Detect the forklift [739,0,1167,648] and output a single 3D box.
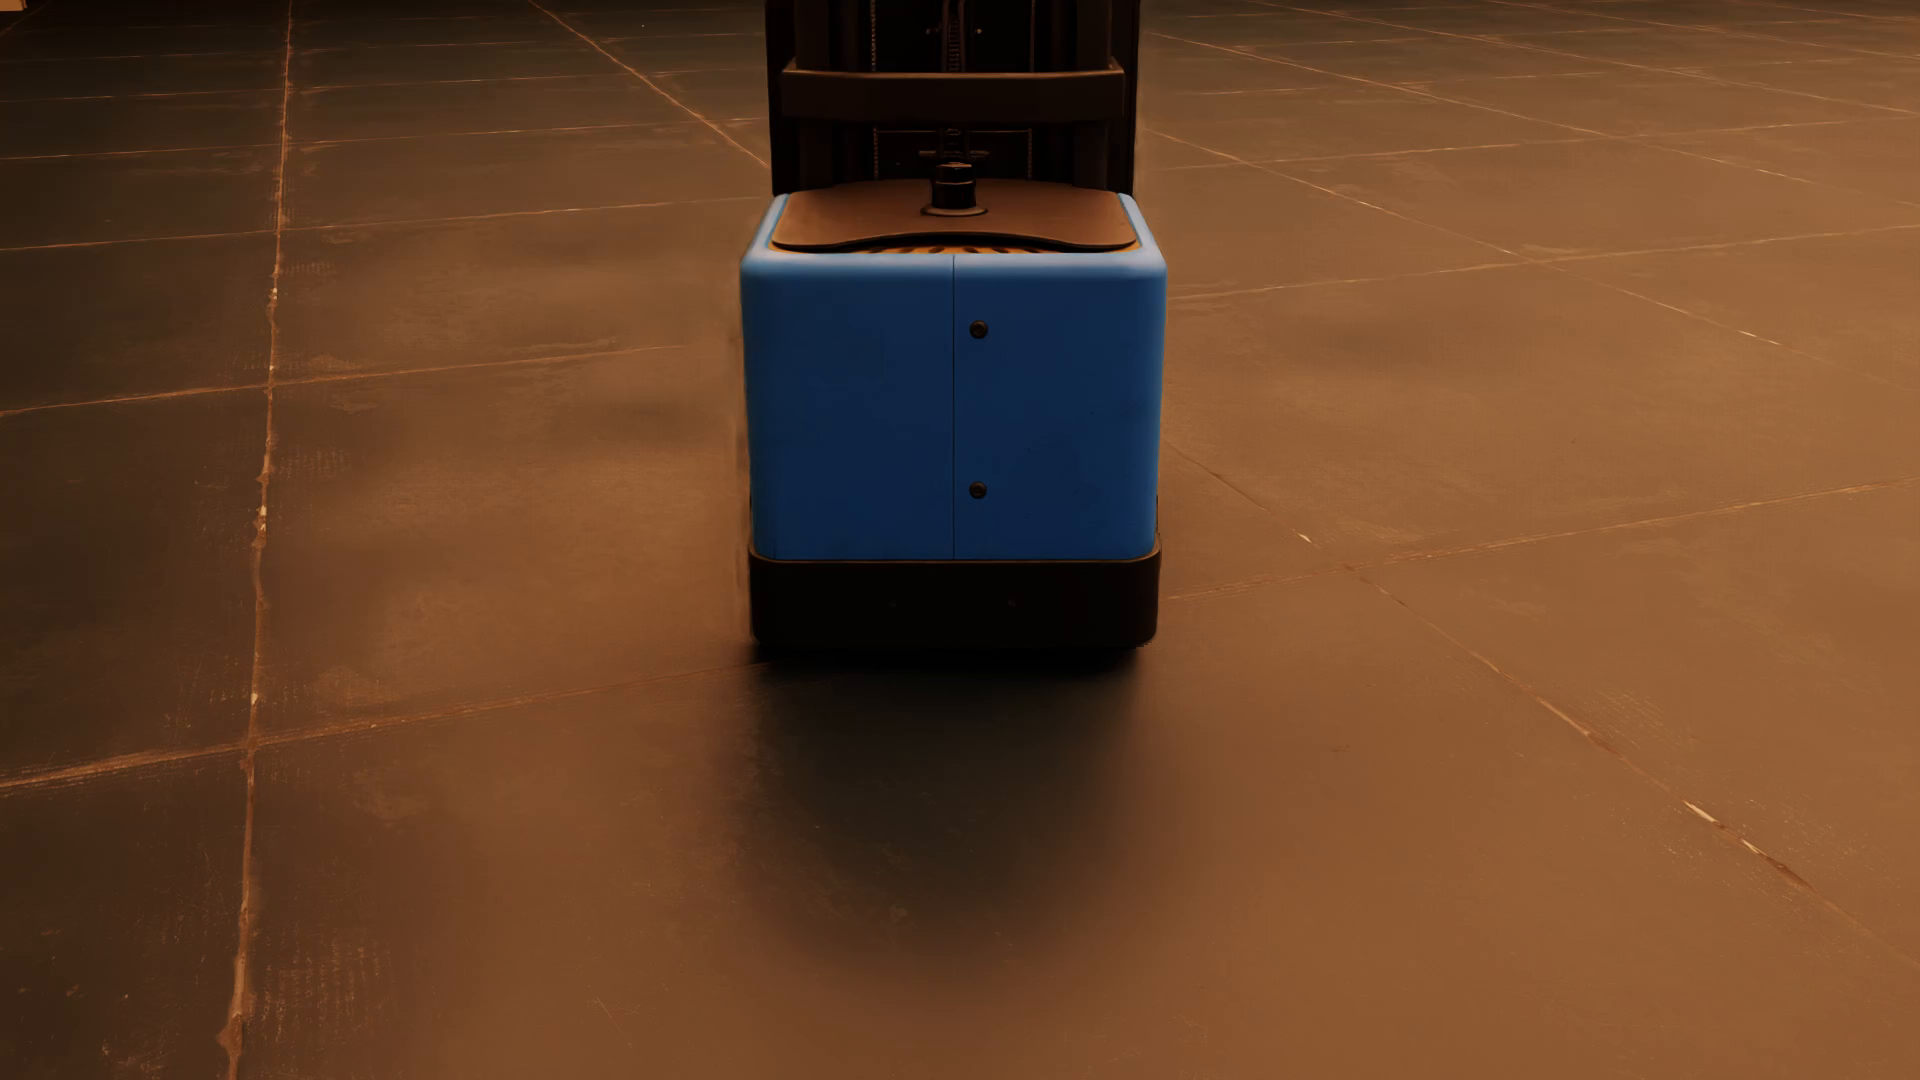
[{"bbox_3d":[-0.024,-1.596,5.093,1.130,2.935,3.031,0,23,0],"label":"forklift"}]
